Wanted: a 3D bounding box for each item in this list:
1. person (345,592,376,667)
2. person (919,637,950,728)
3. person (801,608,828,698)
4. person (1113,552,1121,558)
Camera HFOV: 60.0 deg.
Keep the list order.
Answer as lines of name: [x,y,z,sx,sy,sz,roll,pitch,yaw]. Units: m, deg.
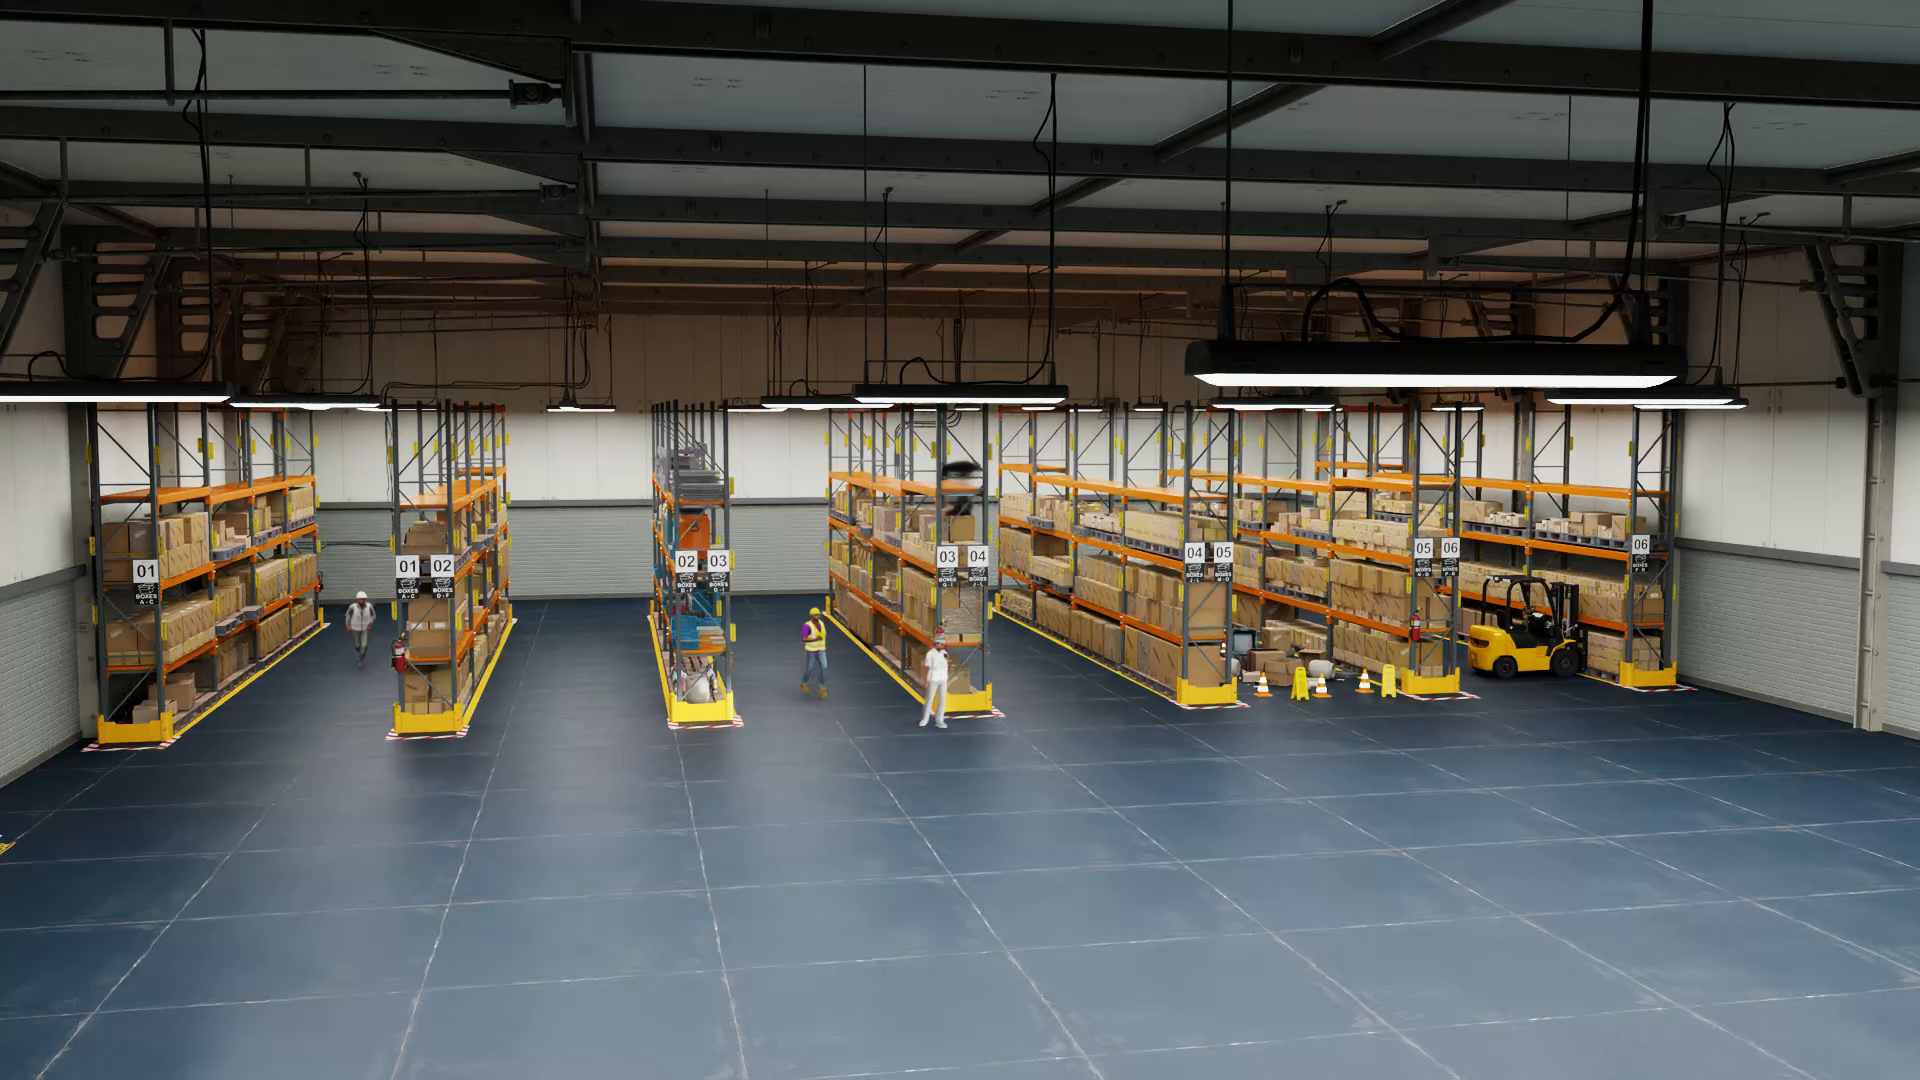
person: [-13.655,2.020,37.920,0.659,1.711,0.681,-2,5,-25]
person: [-0.475,2.600,30.495,0.551,1.675,0.482,-2,5,-29]
person: [-2.962,2.283,33.860,0.669,1.823,0.868,-3,5,-34]
person: [4.775,1.013,50.446,0.976,1.749,0.714,-1,4,-13]
